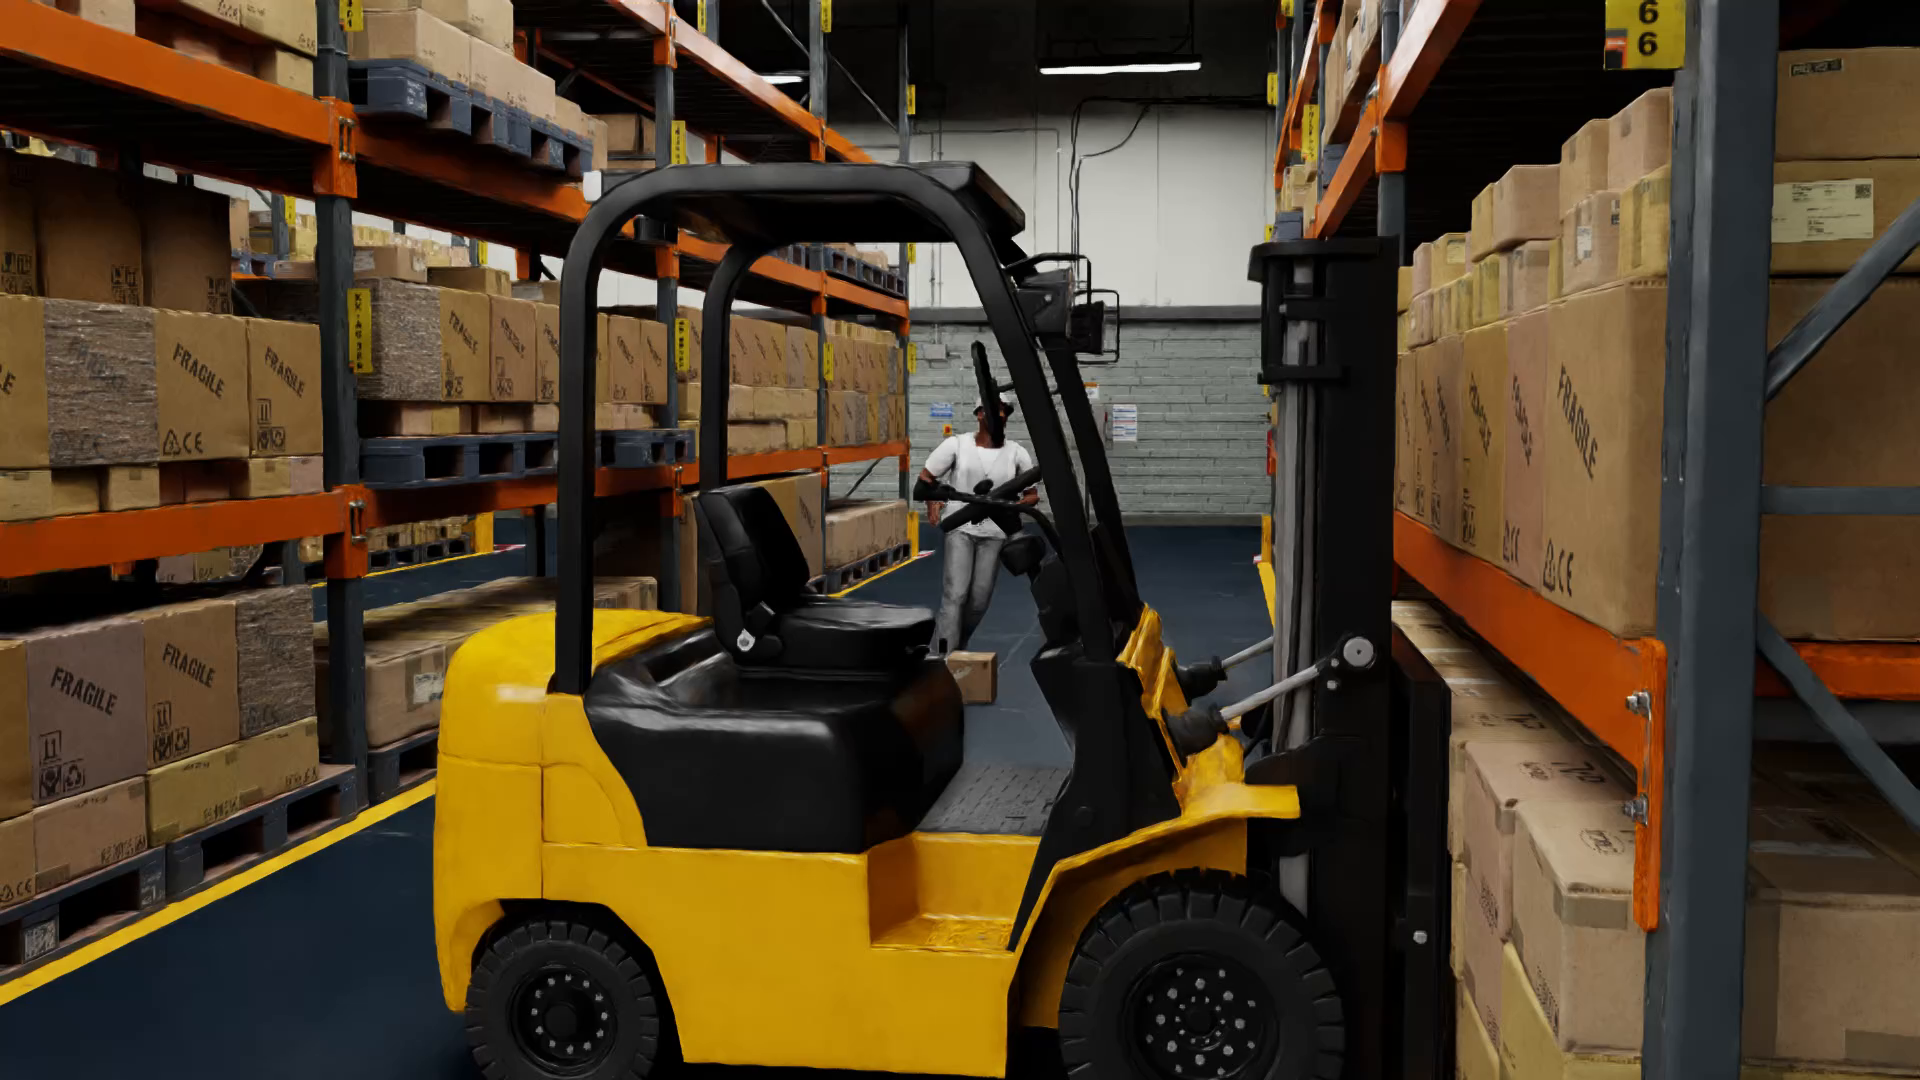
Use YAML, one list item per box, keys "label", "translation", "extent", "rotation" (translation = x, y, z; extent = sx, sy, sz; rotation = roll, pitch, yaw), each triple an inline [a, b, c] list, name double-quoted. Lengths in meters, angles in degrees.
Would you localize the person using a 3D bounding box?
- label: "person"
  translation: [0.138, -0.031, 9.896]
  extent: [0.720, 1.721, 0.767]
  rotation: [-1, 5, -10]
